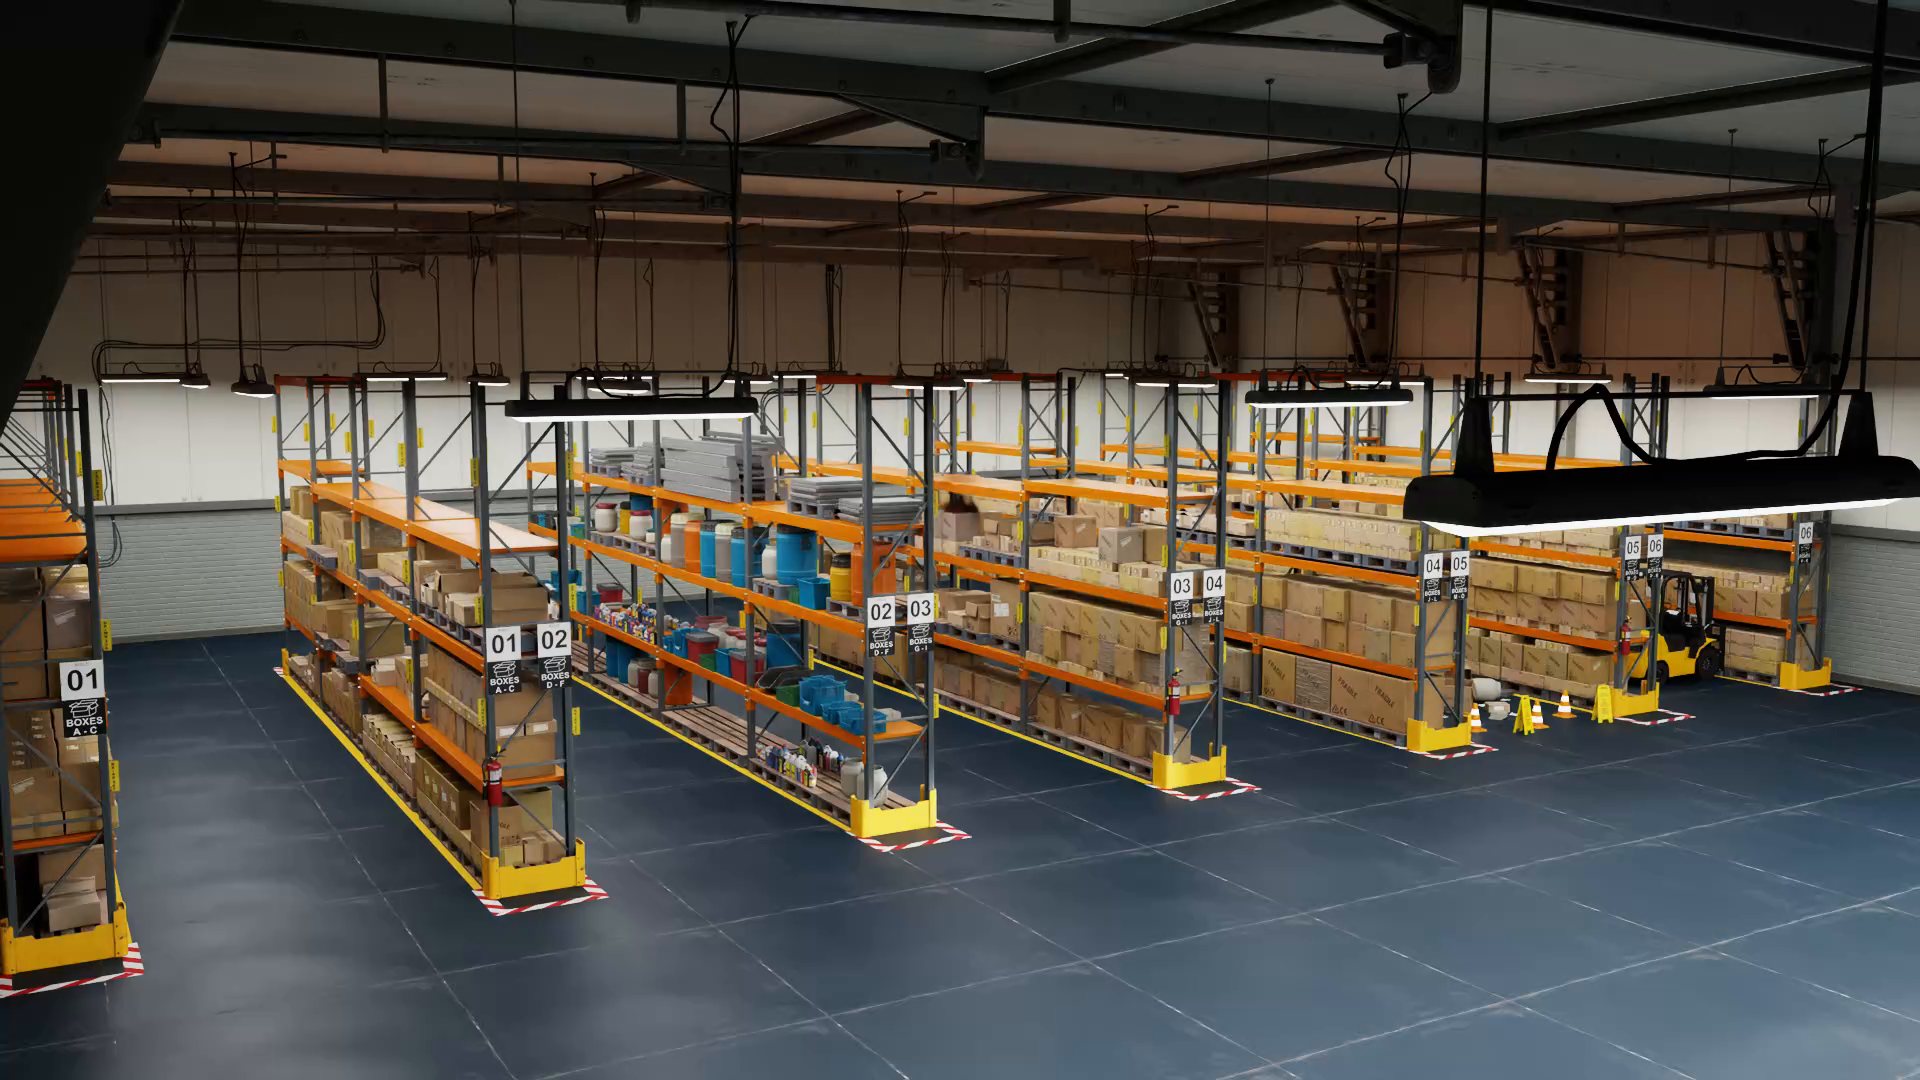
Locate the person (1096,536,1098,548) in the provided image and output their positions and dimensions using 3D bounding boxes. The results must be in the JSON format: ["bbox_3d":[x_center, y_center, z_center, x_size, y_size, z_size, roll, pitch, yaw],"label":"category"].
[{"bbox_3d":[3.850,0.357,47.012,0.610,1.647,0.832,6,9,44],"label":"person"}]

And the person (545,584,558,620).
[{"bbox_3d":[-8.312,1.762,33.673,0.383,1.768,0.688,-4,7,-32],"label":"person"}]
